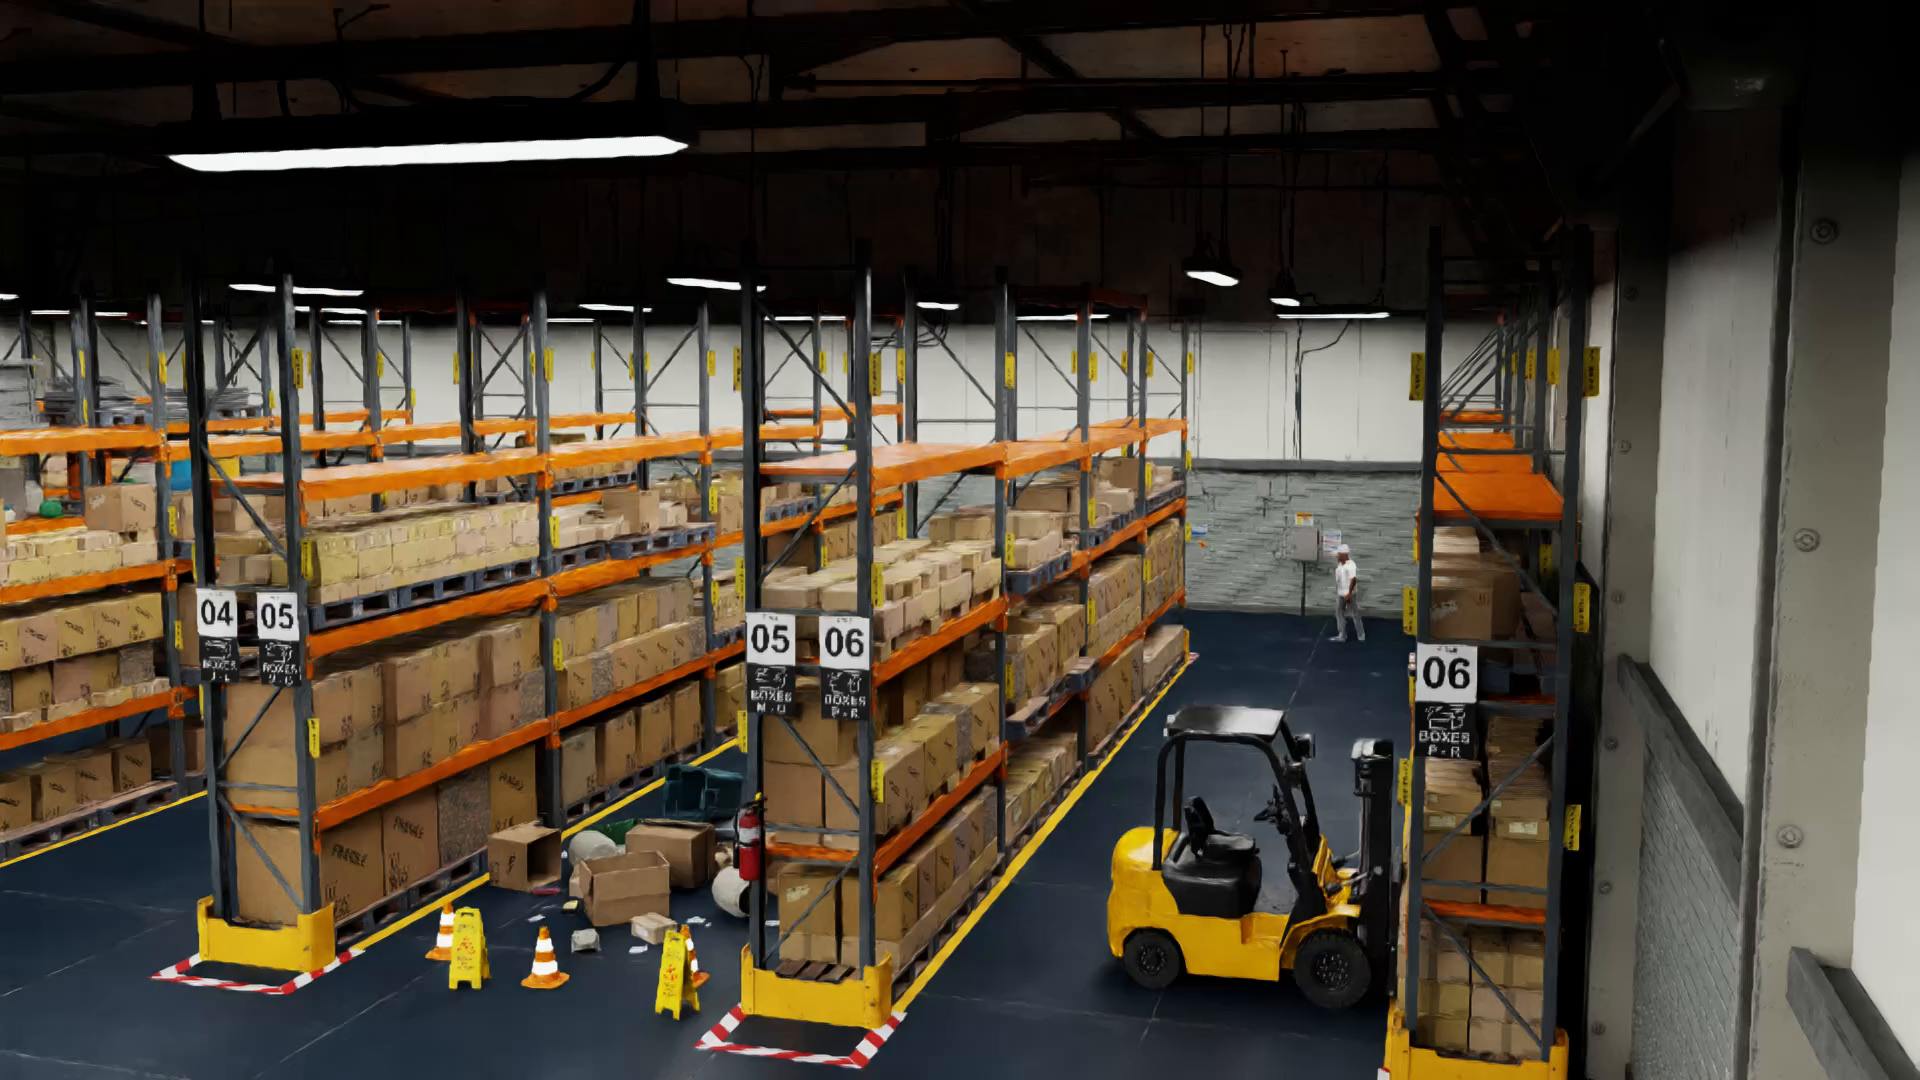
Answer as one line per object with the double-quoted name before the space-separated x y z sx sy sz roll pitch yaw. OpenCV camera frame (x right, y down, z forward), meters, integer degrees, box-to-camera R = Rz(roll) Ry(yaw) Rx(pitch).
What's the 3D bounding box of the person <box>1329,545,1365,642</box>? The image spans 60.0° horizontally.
"person" 6.980 0.960 29.897 0.612 1.762 0.593 -2 7 -15
